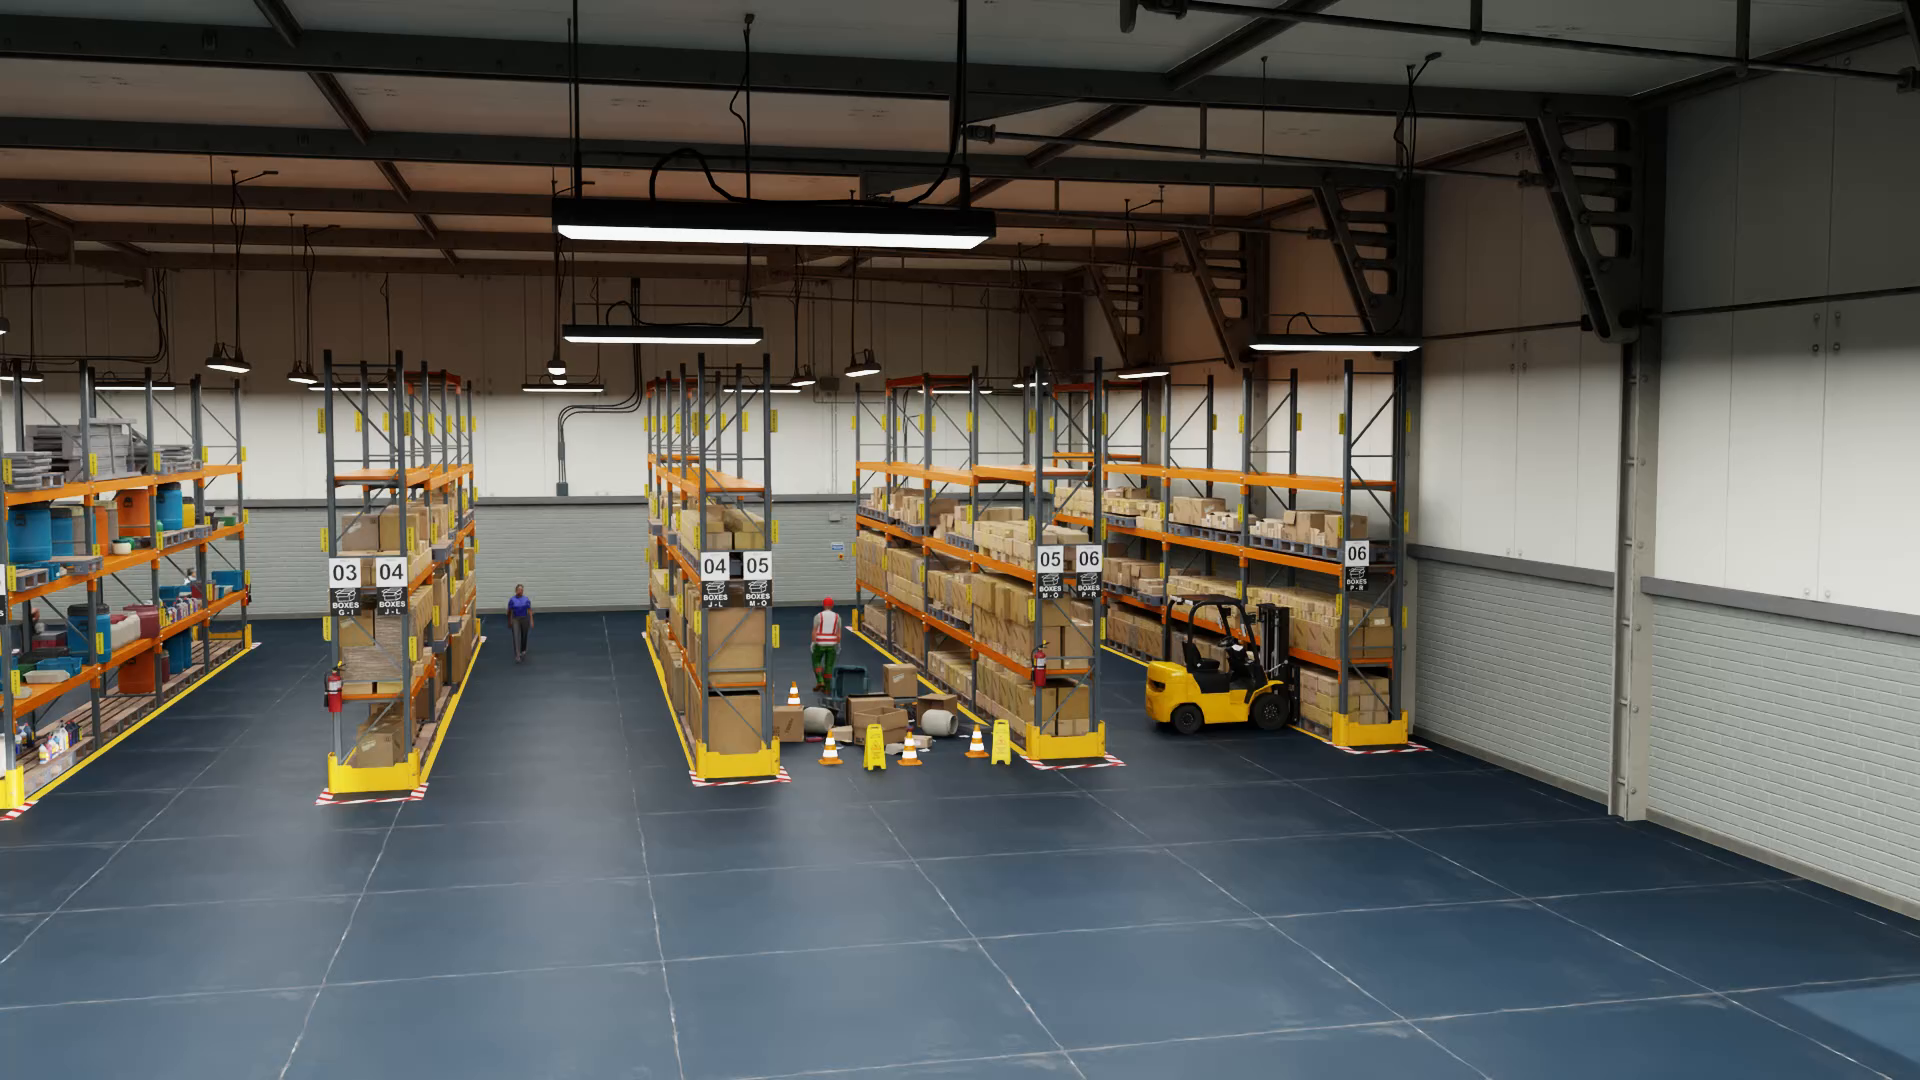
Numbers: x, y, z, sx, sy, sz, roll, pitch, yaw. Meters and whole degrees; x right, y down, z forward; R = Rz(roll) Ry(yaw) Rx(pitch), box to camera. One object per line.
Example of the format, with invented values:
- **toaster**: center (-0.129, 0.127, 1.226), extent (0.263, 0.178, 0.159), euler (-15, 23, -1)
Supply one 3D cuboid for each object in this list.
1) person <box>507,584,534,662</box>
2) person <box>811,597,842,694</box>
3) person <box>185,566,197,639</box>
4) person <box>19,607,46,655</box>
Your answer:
- **person**: center (-9.310, 1.735, 35.226), extent (0.535, 1.594, 1.021), euler (-1, 4, -16)
- **person**: center (-2.485, 1.953, 30.872), extent (0.593, 1.785, 0.461), euler (-1, 4, -13)
- **person**: center (-17.899, 1.450, 38.848), extent (0.392, 1.690, 0.511), euler (-1, 4, -11)
- **person**: center (-16.607, 2.061, 29.815), extent (0.584, 1.695, 0.507), euler (0, 4, -4)
